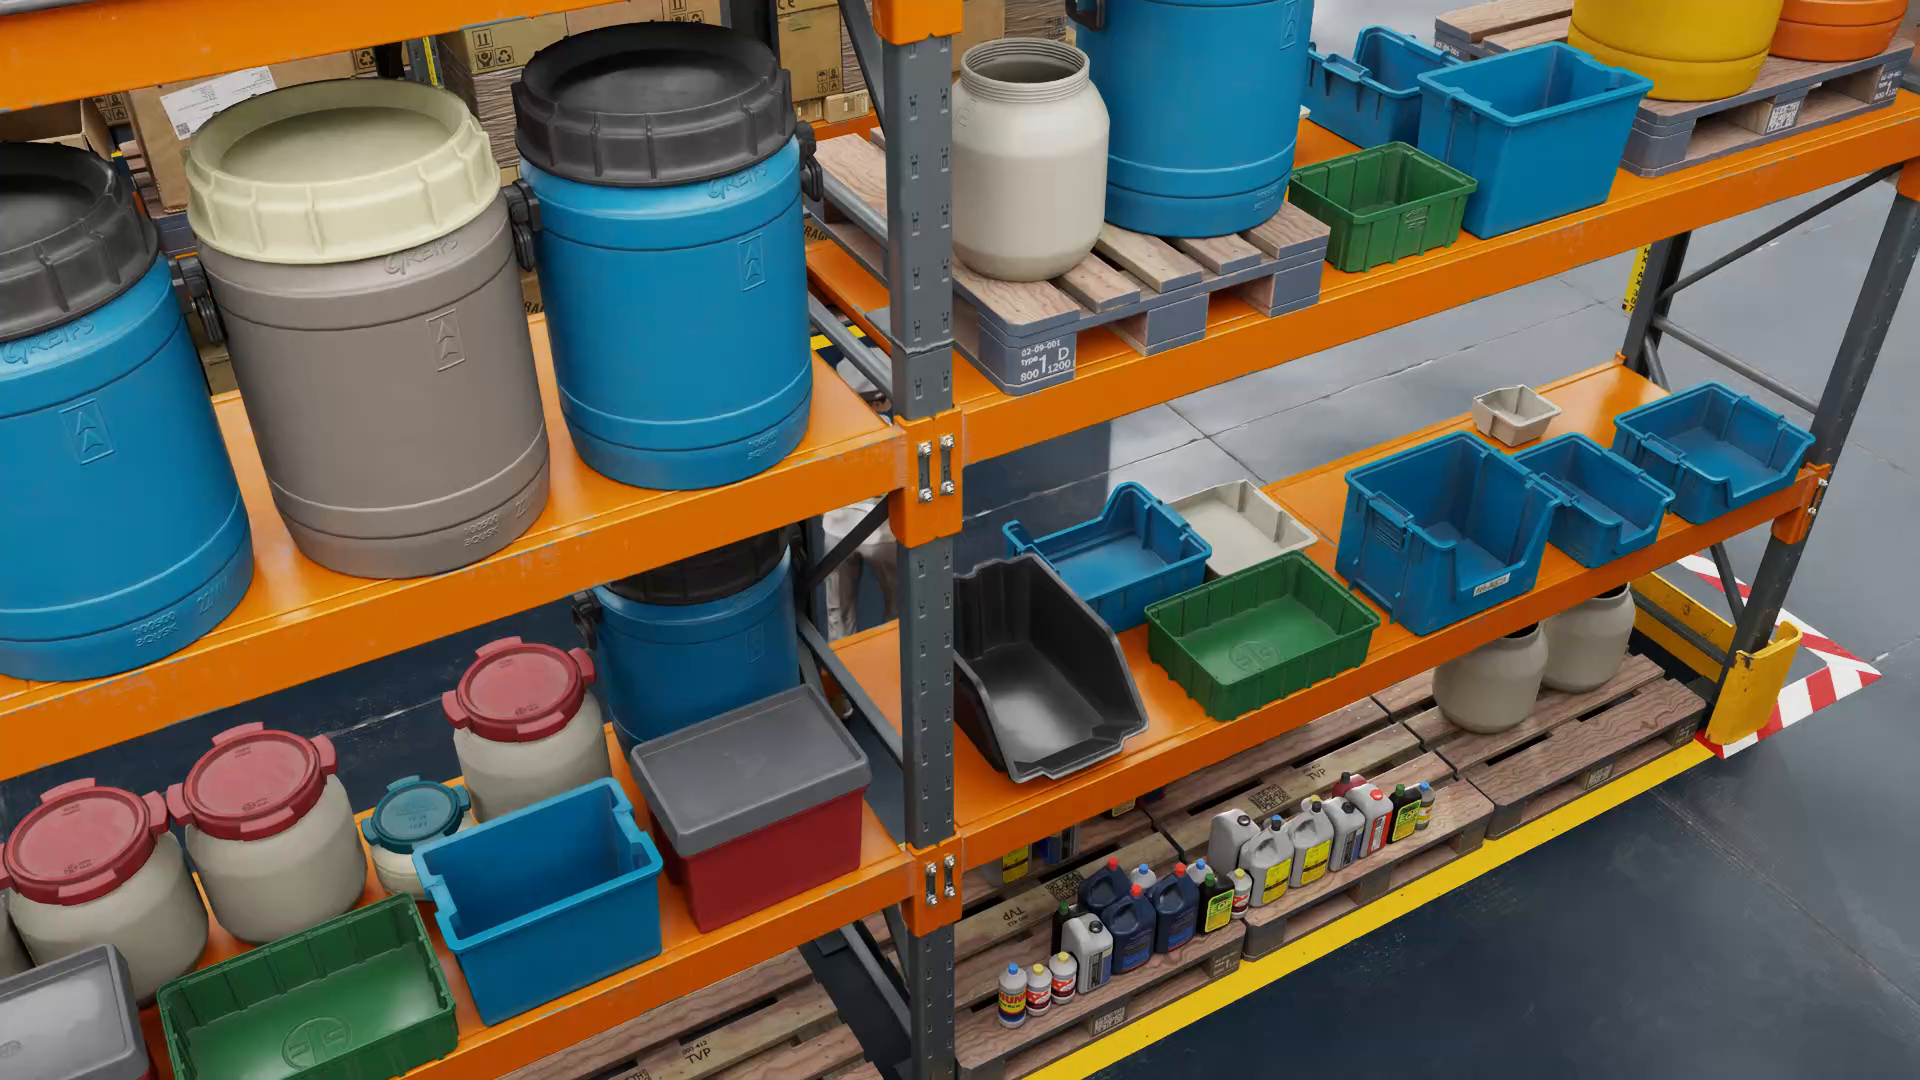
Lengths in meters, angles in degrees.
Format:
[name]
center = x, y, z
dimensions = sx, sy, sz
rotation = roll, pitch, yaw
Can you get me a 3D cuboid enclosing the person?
[person]
center = -0.361, -0.030, 6.930
dimensions = 0.530, 1.649, 0.641
rotation = 12, 39, 15
